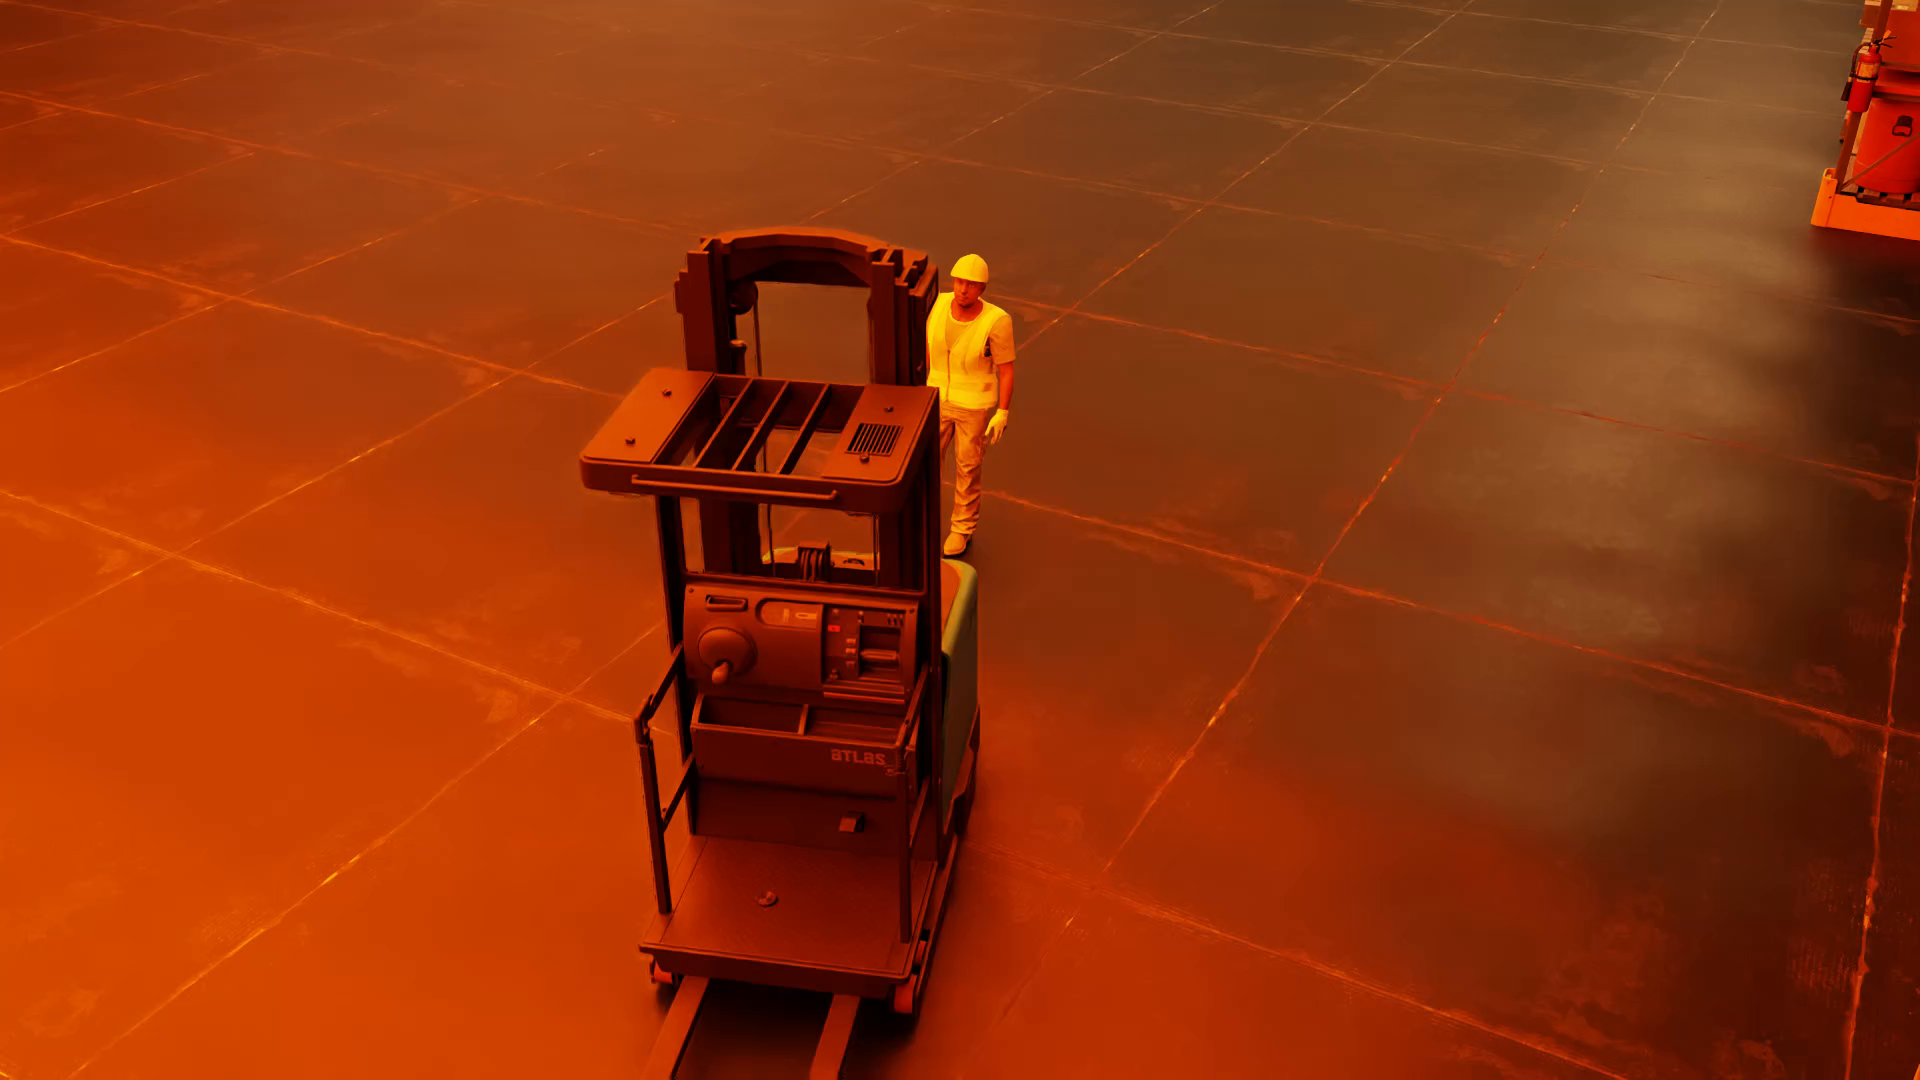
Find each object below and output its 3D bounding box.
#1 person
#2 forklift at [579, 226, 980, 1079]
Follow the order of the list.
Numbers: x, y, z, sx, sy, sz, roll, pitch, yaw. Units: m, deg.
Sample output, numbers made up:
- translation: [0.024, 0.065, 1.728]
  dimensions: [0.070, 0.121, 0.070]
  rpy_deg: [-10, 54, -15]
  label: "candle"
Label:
- translation: [-0.043, -0.749, 9.502]
  dimensions: [0.657, 1.785, 0.575]
  rpy_deg: [15, 33, 25]
  label: "person"
- translation: [-0.657, 0.443, 6.303]
  dimensions: [1.130, 2.935, 3.031]
  rpy_deg: [5, 30, 8]
  label: "forklift"
